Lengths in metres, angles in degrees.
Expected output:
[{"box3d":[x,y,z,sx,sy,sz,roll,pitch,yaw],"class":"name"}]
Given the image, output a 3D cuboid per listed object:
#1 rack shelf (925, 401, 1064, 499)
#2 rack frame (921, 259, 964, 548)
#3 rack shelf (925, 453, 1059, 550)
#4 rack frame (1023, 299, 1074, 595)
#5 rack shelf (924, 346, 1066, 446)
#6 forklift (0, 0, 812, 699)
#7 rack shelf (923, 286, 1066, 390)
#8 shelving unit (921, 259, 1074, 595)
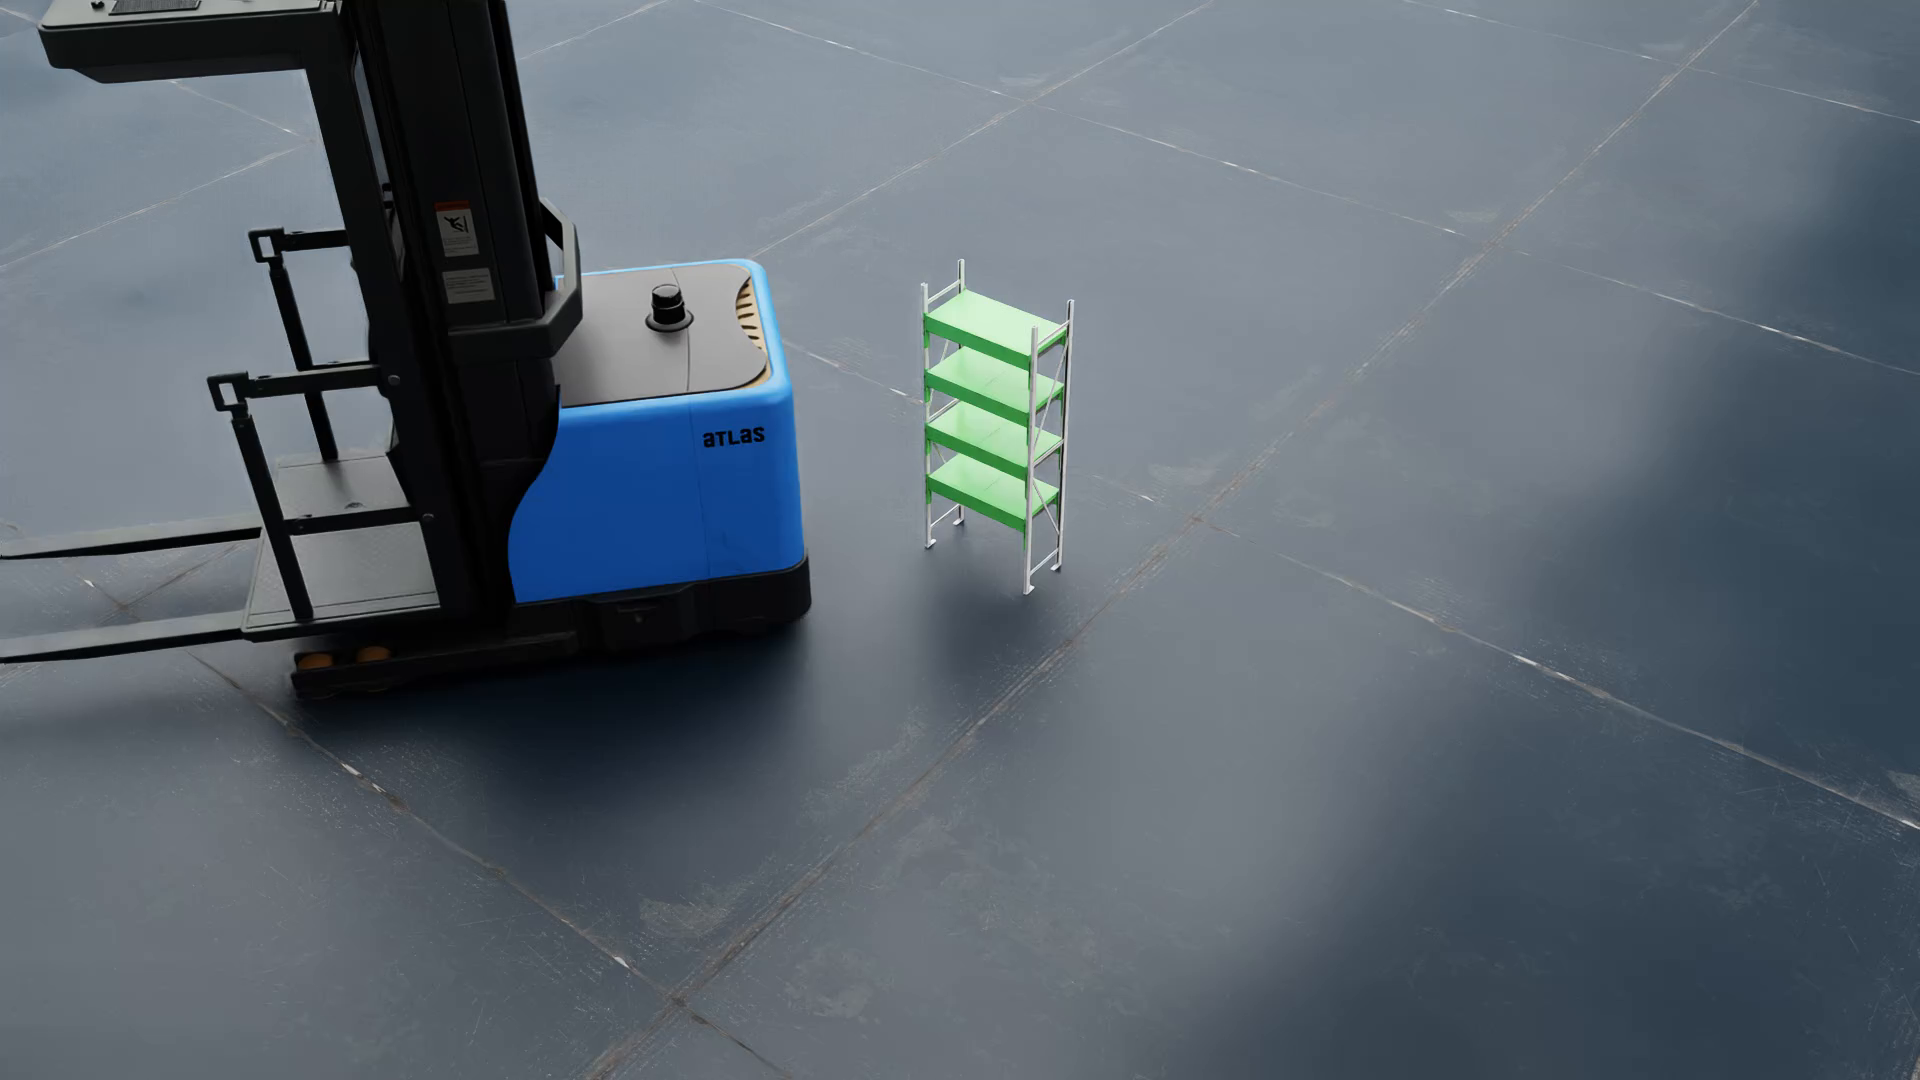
[{"box3d":[0.132,-0.360,6.340,0.480,0.148,0.258,25,45,29],"class":"rack shelf"},{"box3d":[-0.062,-0.502,6.418,0.015,1.200,0.240,25,45,29],"class":"rack frame"},{"box3d":[0.131,-0.171,6.488,0.480,0.148,0.258,25,45,29],"class":"rack shelf"},{"box3d":[0.325,-0.319,6.184,0.015,1.200,0.240,25,45,29],"class":"rack frame"},{"box3d":[0.132,-0.549,6.192,0.480,0.148,0.258,25,45,29],"class":"rack shelf"},{"box3d":[-2.135,-0.935,5.567,3.031,2.935,1.130,-7,39,-9],"class":"forklift"},{"box3d":[0.132,-0.738,6.044,0.480,0.148,0.258,25,45,29],"class":"rack shelf"},{"box3d":[0.132,-0.410,6.301,0.503,1.200,0.258,25,45,29],"class":"shelving unit"}]
